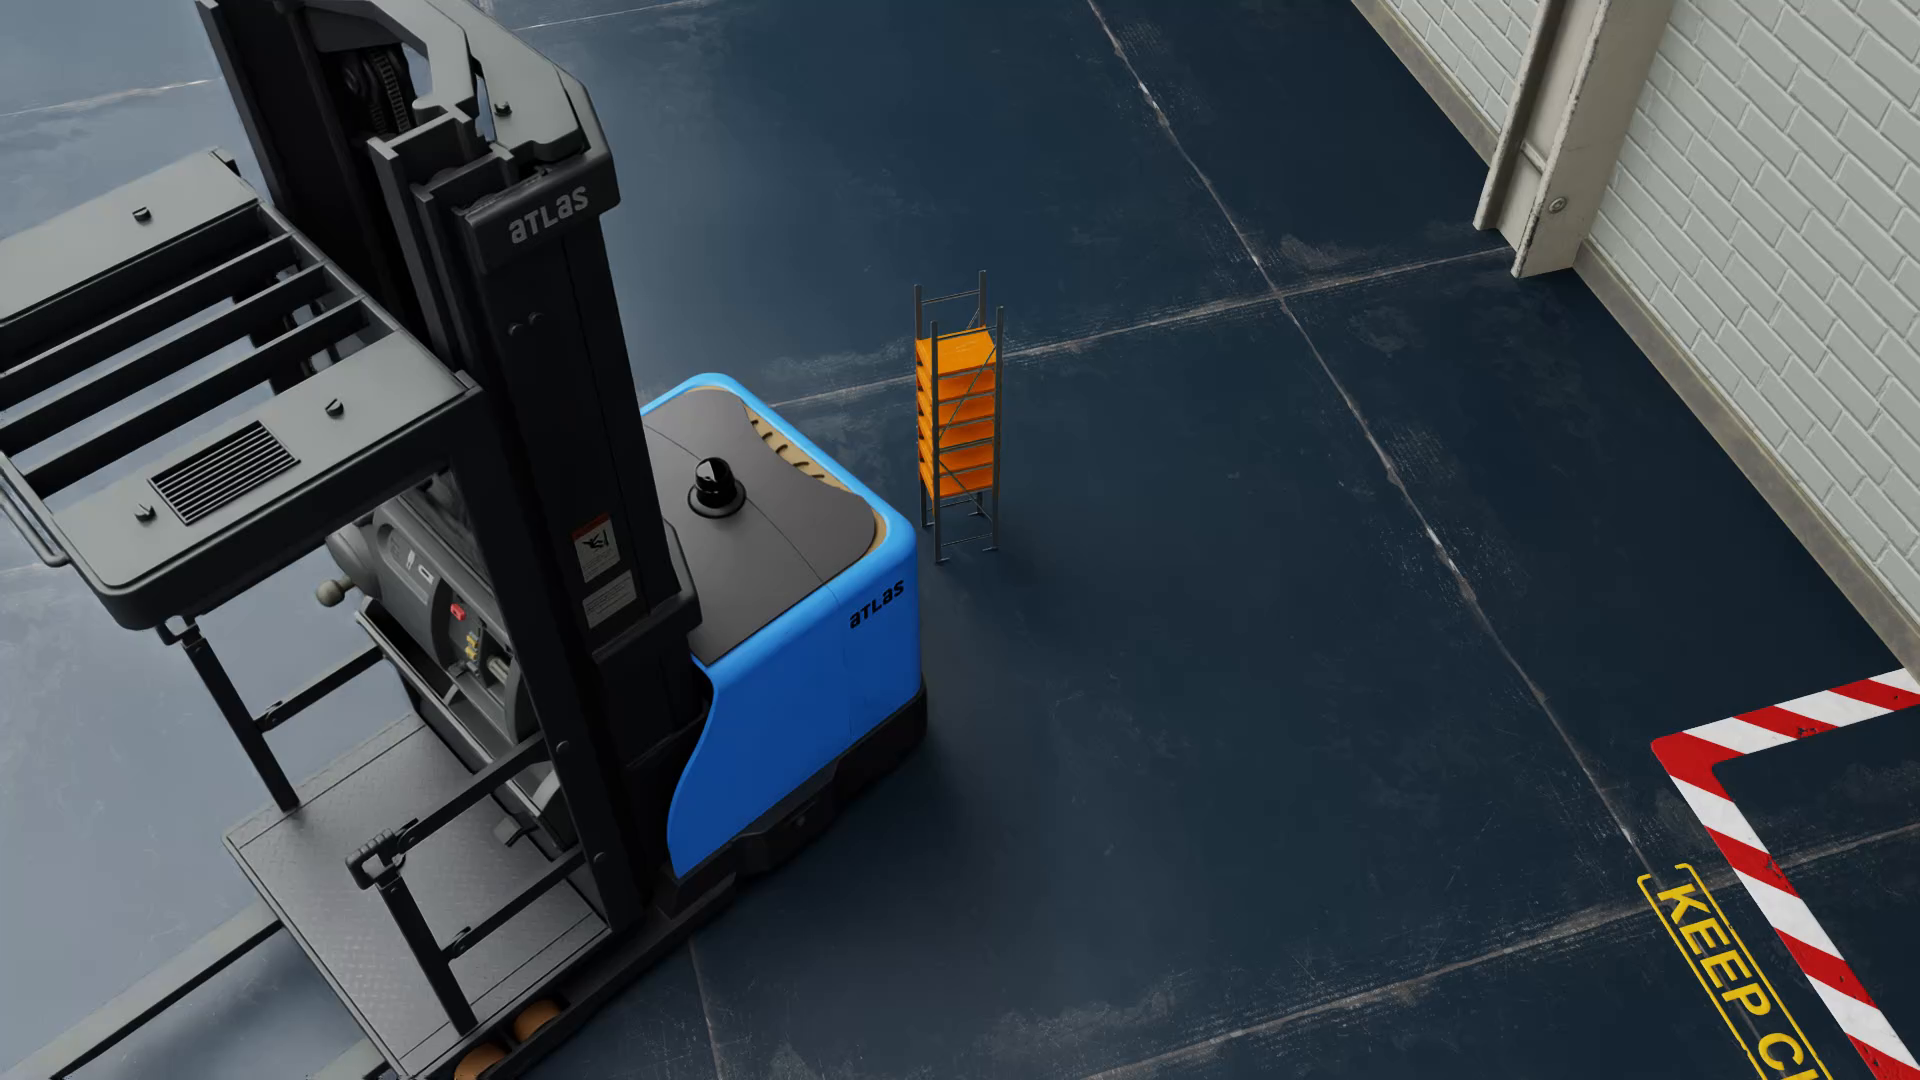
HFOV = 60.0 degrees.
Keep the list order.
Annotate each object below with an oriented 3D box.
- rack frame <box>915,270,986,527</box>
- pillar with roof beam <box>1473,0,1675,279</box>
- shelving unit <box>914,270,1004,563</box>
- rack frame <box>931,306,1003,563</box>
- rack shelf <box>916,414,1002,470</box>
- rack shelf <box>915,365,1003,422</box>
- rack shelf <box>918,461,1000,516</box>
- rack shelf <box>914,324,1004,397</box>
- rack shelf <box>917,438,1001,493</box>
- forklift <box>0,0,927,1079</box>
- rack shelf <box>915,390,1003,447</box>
[{"bbox_3d":[-0.031,-0.464,5.857,0.240,1.200,0.006,-13,51,-11],"label":"rack frame"},{"bbox_3d":[-1.613,-3.238,3.094,9.100,9.000,0.400,-13,51,-11],"label":"pillar with roof beam"},{"bbox_3d":[-0.004,-0.397,5.800,0.258,1.200,0.189,-13,51,-11],"label":"shelving unit"},{"bbox_3d":[0.023,-0.330,5.744,0.240,1.200,0.006,-13,51,-11],"label":"rack frame"},{"bbox_3d":[-0.004,-0.369,5.834,0.258,0.103,0.180,-13,51,-11],"label":"rack shelf"},{"bbox_3d":[-0.004,-0.523,5.651,0.258,0.103,0.180,-13,51,-11],"label":"rack shelf"},{"bbox_3d":[-0.004,-0.214,6.018,0.258,0.103,0.180,-13,51,-11],"label":"rack shelf"},{"bbox_3d":[-0.004,-0.601,5.559,0.258,0.103,0.180,-13,51,-11],"label":"rack shelf"},{"bbox_3d":[-0.004,-0.291,5.926,0.258,0.103,0.180,-13,51,-11],"label":"rack shelf"},{"bbox_3d":[-1.525,0.229,4.140,3.031,2.935,1.130,-36,59,-26],"label":"forklift"},{"bbox_3d":[-0.004,-0.446,5.742,0.258,0.103,0.180,-13,51,-11],"label":"rack shelf"}]
